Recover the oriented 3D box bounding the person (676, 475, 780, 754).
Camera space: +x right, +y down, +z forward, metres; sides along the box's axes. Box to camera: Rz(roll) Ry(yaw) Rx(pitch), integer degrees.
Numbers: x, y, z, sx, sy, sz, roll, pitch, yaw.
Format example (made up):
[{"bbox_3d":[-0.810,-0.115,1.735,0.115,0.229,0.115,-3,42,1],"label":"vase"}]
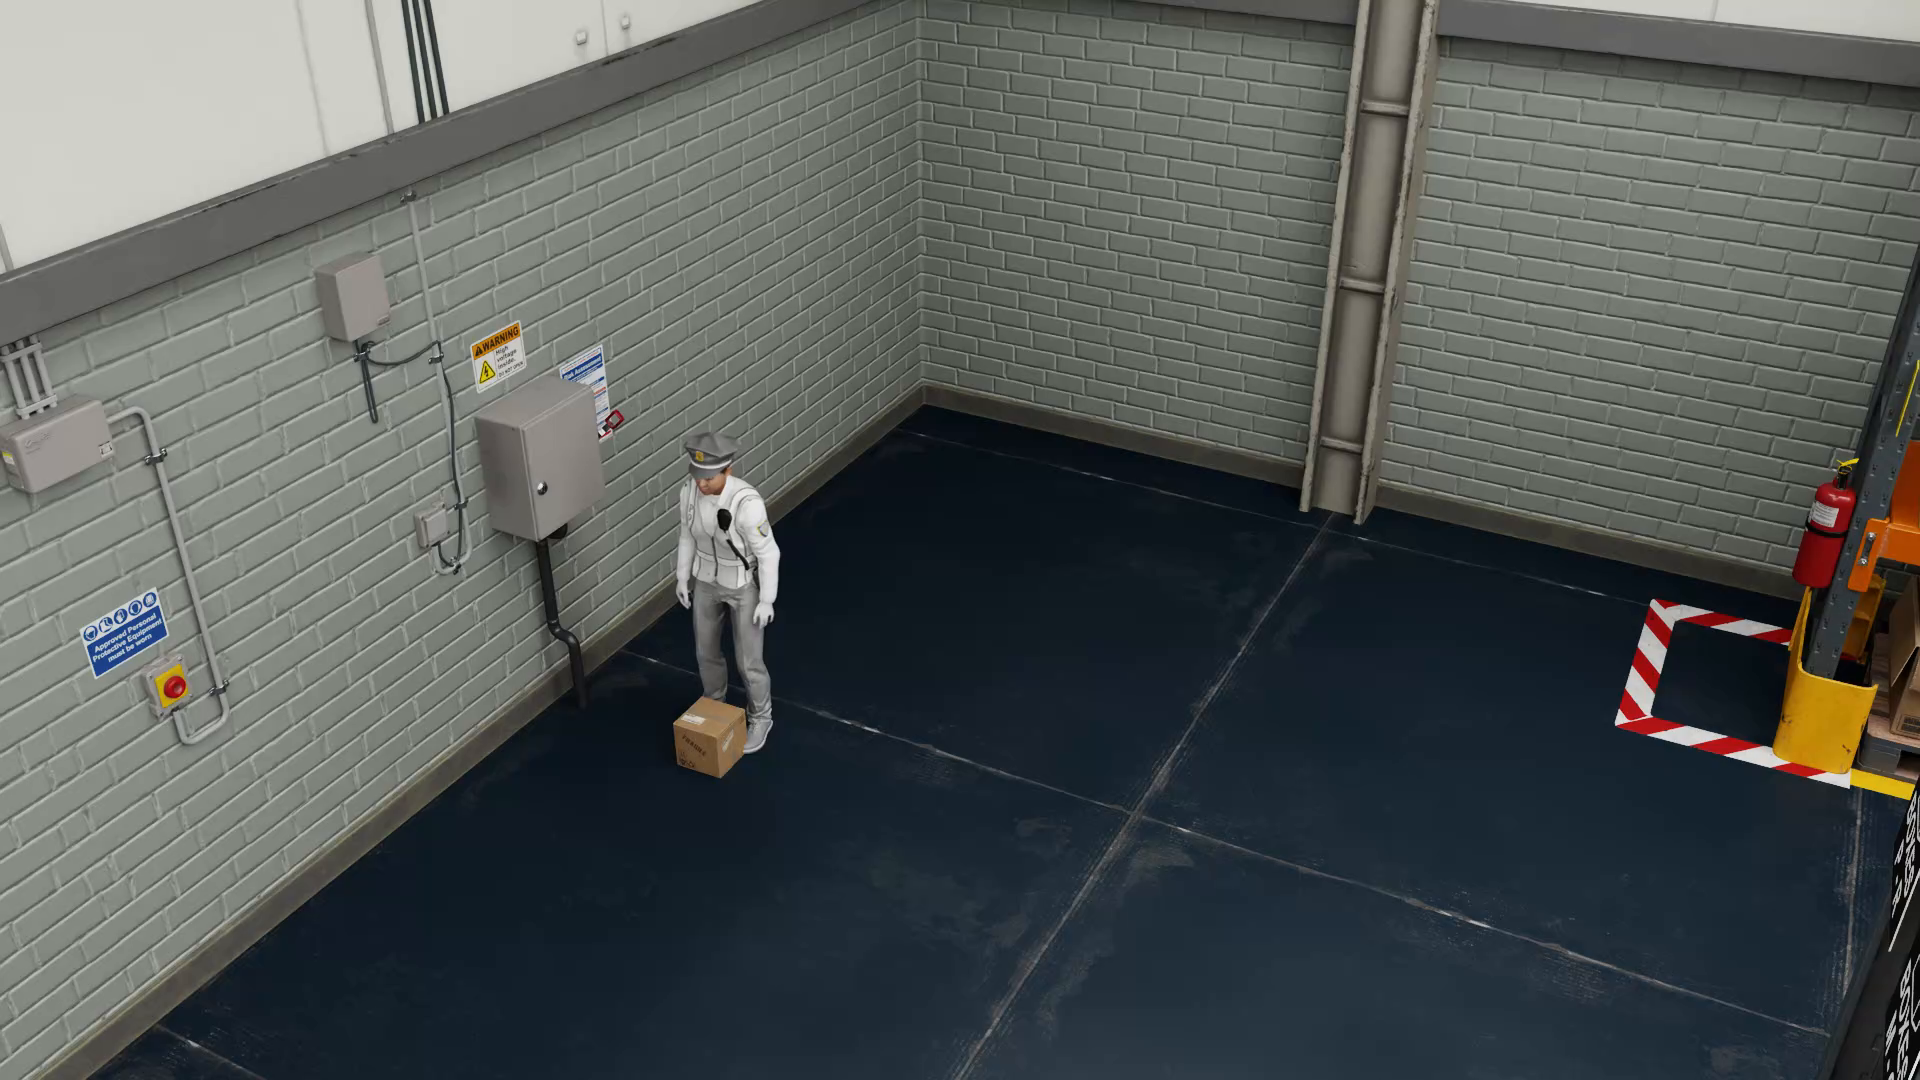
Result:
[{"bbox_3d":[-1.095,0.318,7.933,0.538,1.464,0.352,14,33,22],"label":"person"}]
